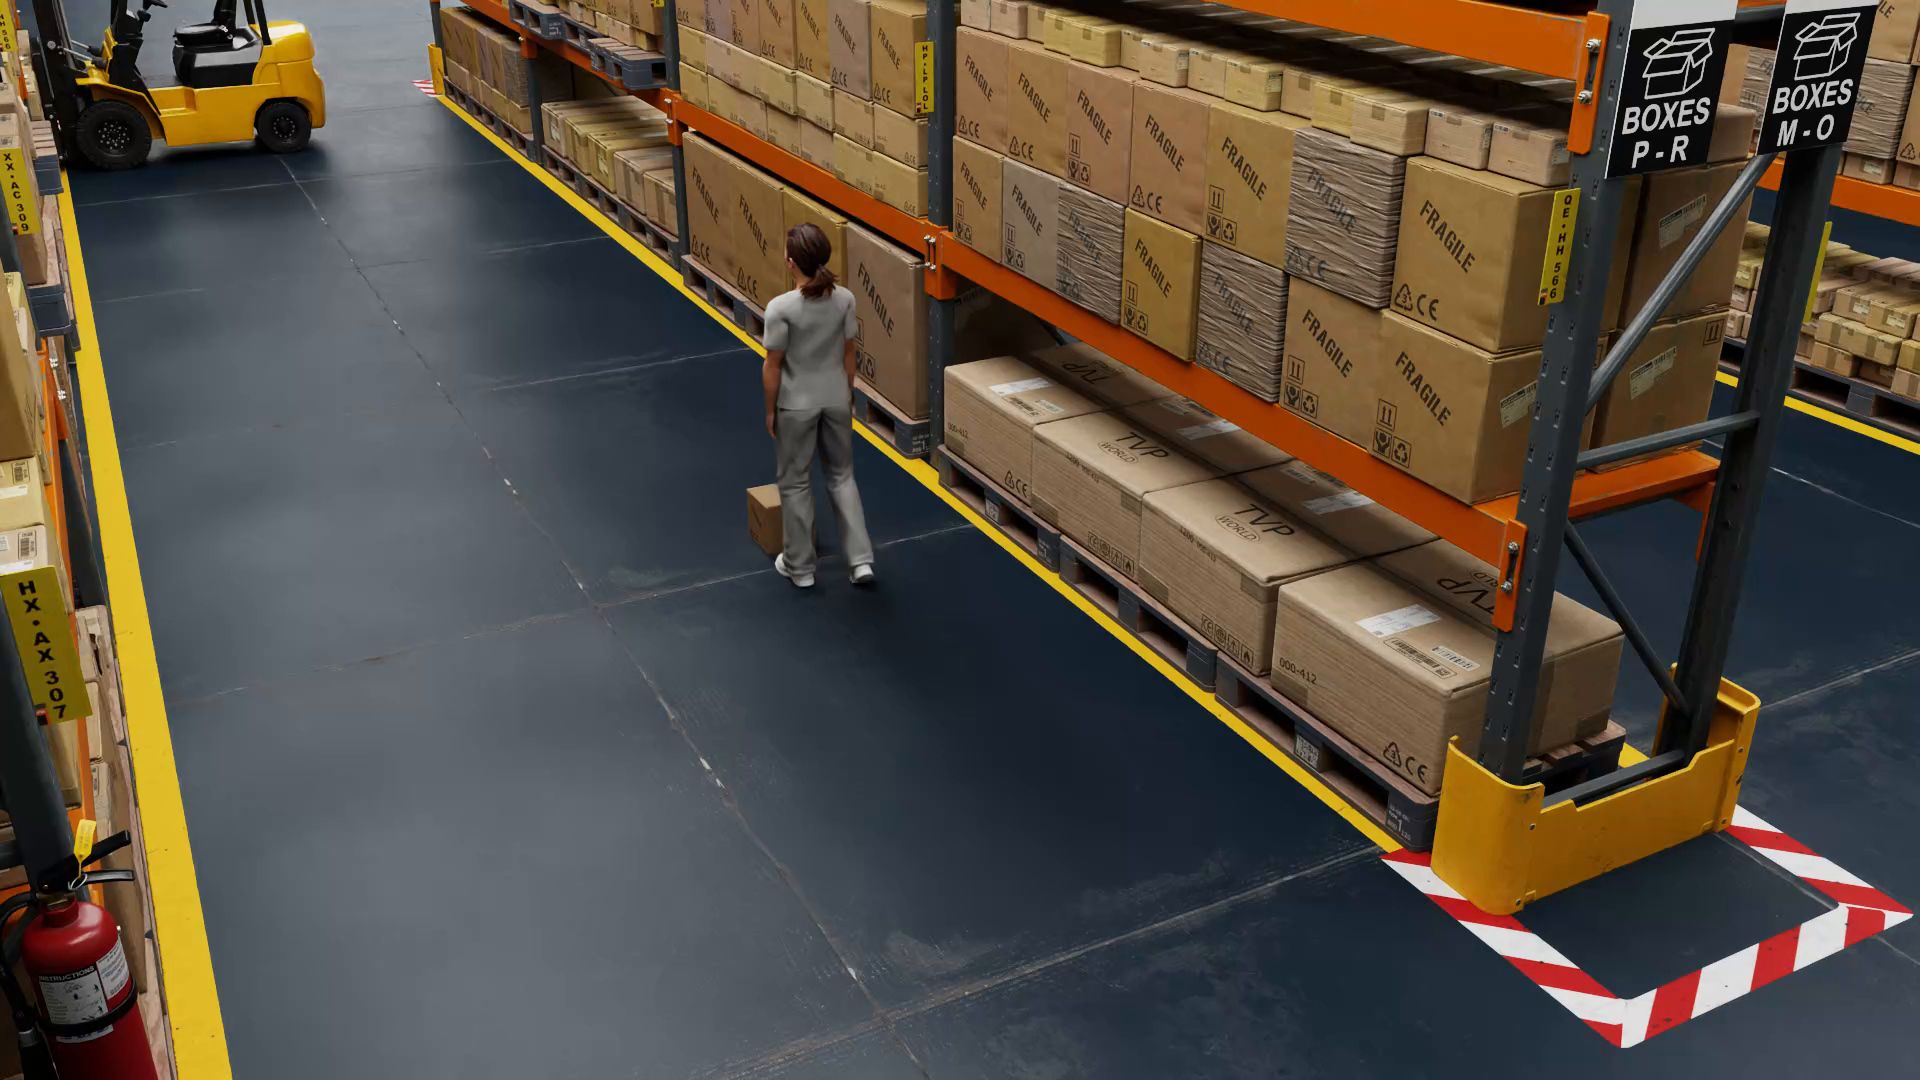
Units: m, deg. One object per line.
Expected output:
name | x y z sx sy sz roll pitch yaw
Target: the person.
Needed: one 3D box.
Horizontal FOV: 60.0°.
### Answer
person | -0.652 -0.540 7.322 0.446 1.747 0.478 -12 28 -24
